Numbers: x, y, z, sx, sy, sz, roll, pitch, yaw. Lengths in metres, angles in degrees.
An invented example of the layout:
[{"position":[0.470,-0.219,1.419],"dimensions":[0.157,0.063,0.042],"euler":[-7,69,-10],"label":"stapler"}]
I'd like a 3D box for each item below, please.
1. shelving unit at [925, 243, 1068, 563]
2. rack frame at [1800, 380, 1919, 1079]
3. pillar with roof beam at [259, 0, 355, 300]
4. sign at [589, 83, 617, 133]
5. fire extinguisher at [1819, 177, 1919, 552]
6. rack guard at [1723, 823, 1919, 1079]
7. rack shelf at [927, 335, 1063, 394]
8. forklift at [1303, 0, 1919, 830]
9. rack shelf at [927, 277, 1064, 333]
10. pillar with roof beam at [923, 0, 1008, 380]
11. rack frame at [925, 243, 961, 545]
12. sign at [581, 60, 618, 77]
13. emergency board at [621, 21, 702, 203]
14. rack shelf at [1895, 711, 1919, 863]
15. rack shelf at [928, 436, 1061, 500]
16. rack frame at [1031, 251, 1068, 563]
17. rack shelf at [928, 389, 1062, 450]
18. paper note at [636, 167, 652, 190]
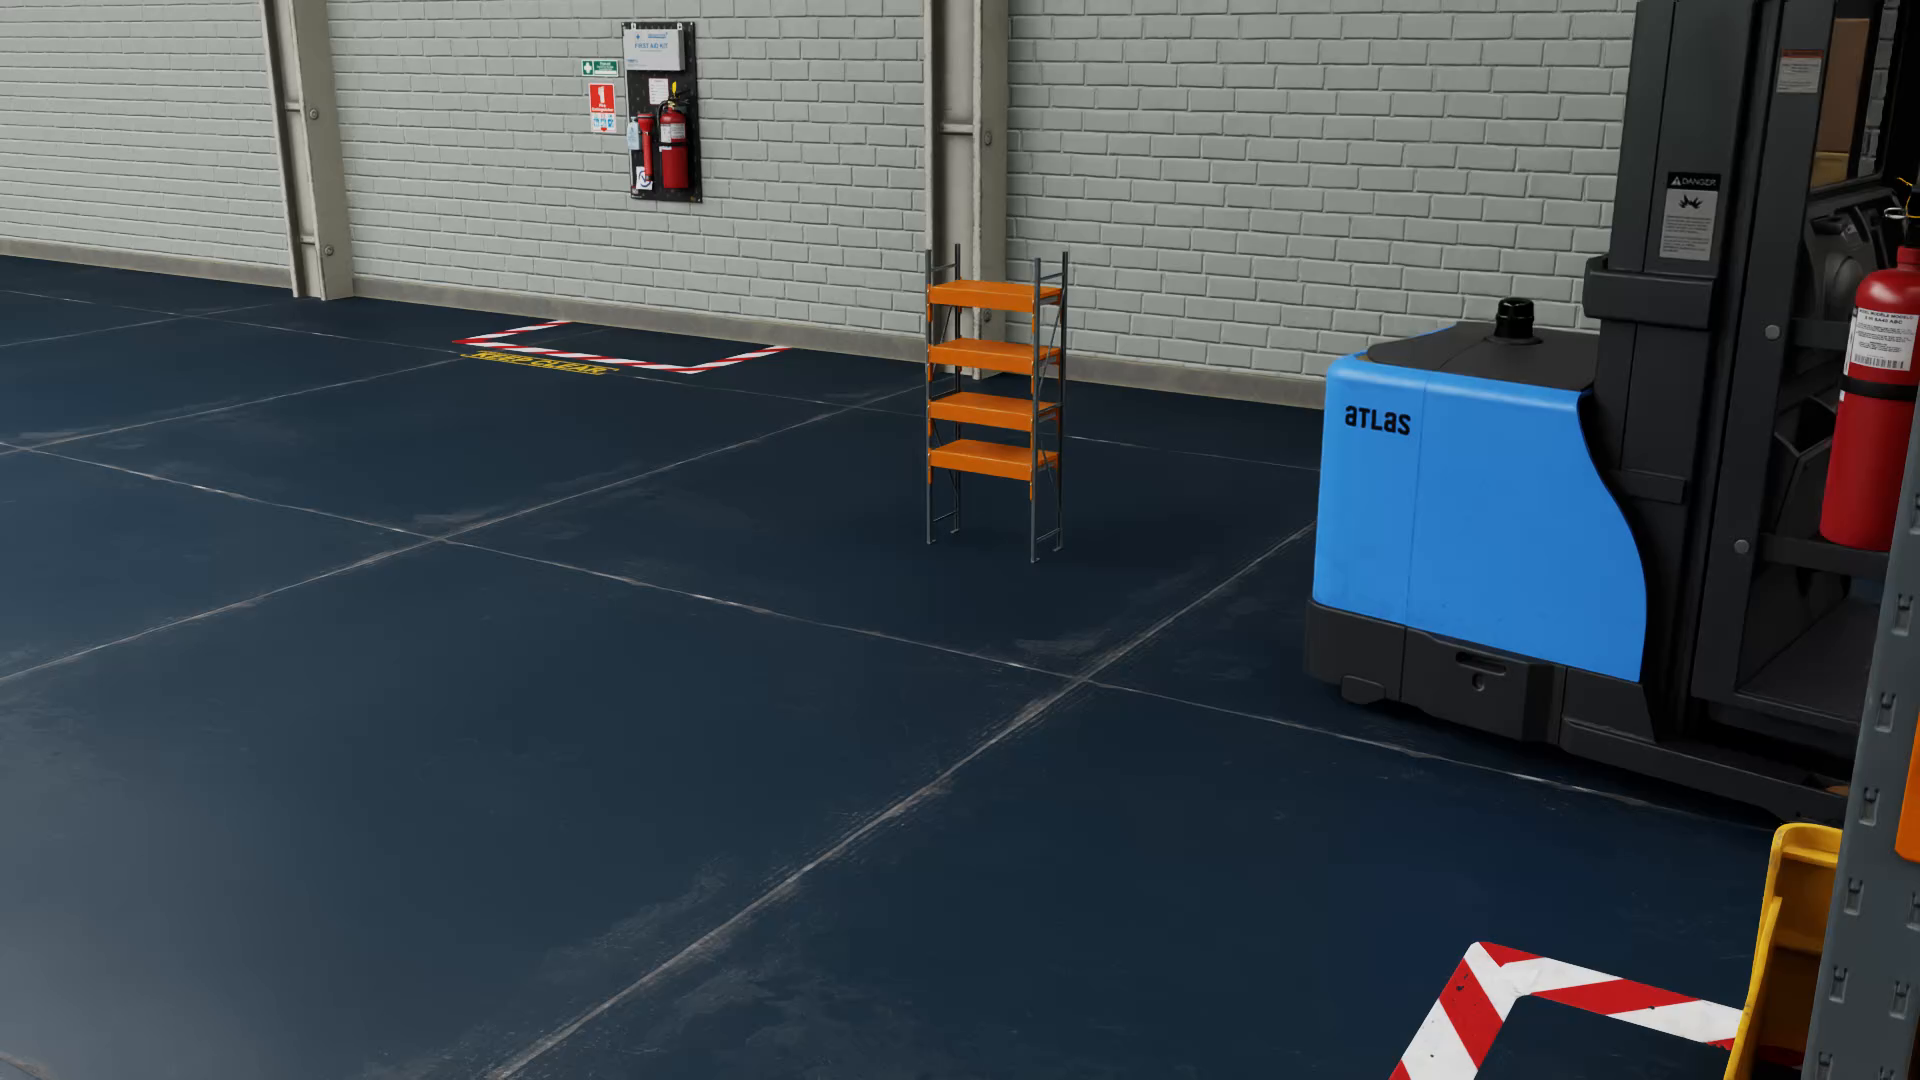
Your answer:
[{"position":[0.141,-0.549,6.624],"dimensions":[0.503,1.200,0.258],"euler":[10,20,30],"label":"shelving unit"},{"position":[1.507,-0.227,2.467],"dimensions":[0.127,3.000,1.000],"euler":[10,20,30],"label":"rack frame"},{"position":[-7.333,-5.192,8.490],"dimensions":[0.400,9.000,9.100],"euler":[10,20,30],"label":"pillar with roof beam"},{"position":[-2.470,-2.987,11.492],"dimensions":[0.234,0.329,0.001],"euler":[10,20,30],"label":"sign"},{"position":[1.650,-0.323,2.916],"dimensions":[0.183,0.674,0.296],"euler":[10,20,30],"label":"fire extinguisher"},{"position":[1.487,0.965,2.843],"dimensions":[0.348,0.500,1.175],"euler":[10,20,30],"label":"rack guard"},{"position":[0.141,-0.699,6.578],"dimensions":[0.480,0.148,0.258],"euler":[10,20,30],"label":"rack shelf"},{"position":[2.526,-0.738,4.269],"dimensions":[3.031,2.935,1.130],"euler":[14,22,39],"label":"forklift"},{"position":[0.141,-0.925,6.510],"dimensions":[0.480,0.148,0.258],"euler":[10,20,30],"label":"rack shelf"},{"position":[-2.220,-4.279,5.485],"dimensions":[0.400,9.000,9.100],"euler":[10,20,30],"label":"pillar with roof beam"},{"position":[-0.067,-0.586,6.746],"dimensions":[0.015,1.200,0.240],"euler":[10,20,30],"label":"rack frame"},{"position":[-2.471,-3.237,11.405],"dimensions":[0.331,0.109,0.001],"euler":[10,20,30],"label":"sign"},{"position":[-2.053,-2.860,11.136],"dimensions":[0.643,1.169,0.194],"euler":[10,20,30],"label":"emergency board"},{"position":[3.211,0.422,1.570],"dimensions":[4.000,0.370,1.077],"euler":[10,20,30],"label":"rack shelf"},{"position":[0.141,-0.295,6.701],"dimensions":[0.480,0.148,0.258],"euler":[10,20,30],"label":"rack shelf"},{"position":[0.349,-0.512,6.502],"dimensions":[0.015,1.200,0.240],"euler":[10,20,30],"label":"rack frame"},{"position":[0.141,-0.485,6.643],"dimensions":[0.480,0.148,0.258],"euler":[10,20,30],"label":"rack shelf"},{"position":[-2.168,-2.483,11.409],"dimensions":[0.142,0.148,0.016],"euler":[10,20,30],"label":"paper note"}]
